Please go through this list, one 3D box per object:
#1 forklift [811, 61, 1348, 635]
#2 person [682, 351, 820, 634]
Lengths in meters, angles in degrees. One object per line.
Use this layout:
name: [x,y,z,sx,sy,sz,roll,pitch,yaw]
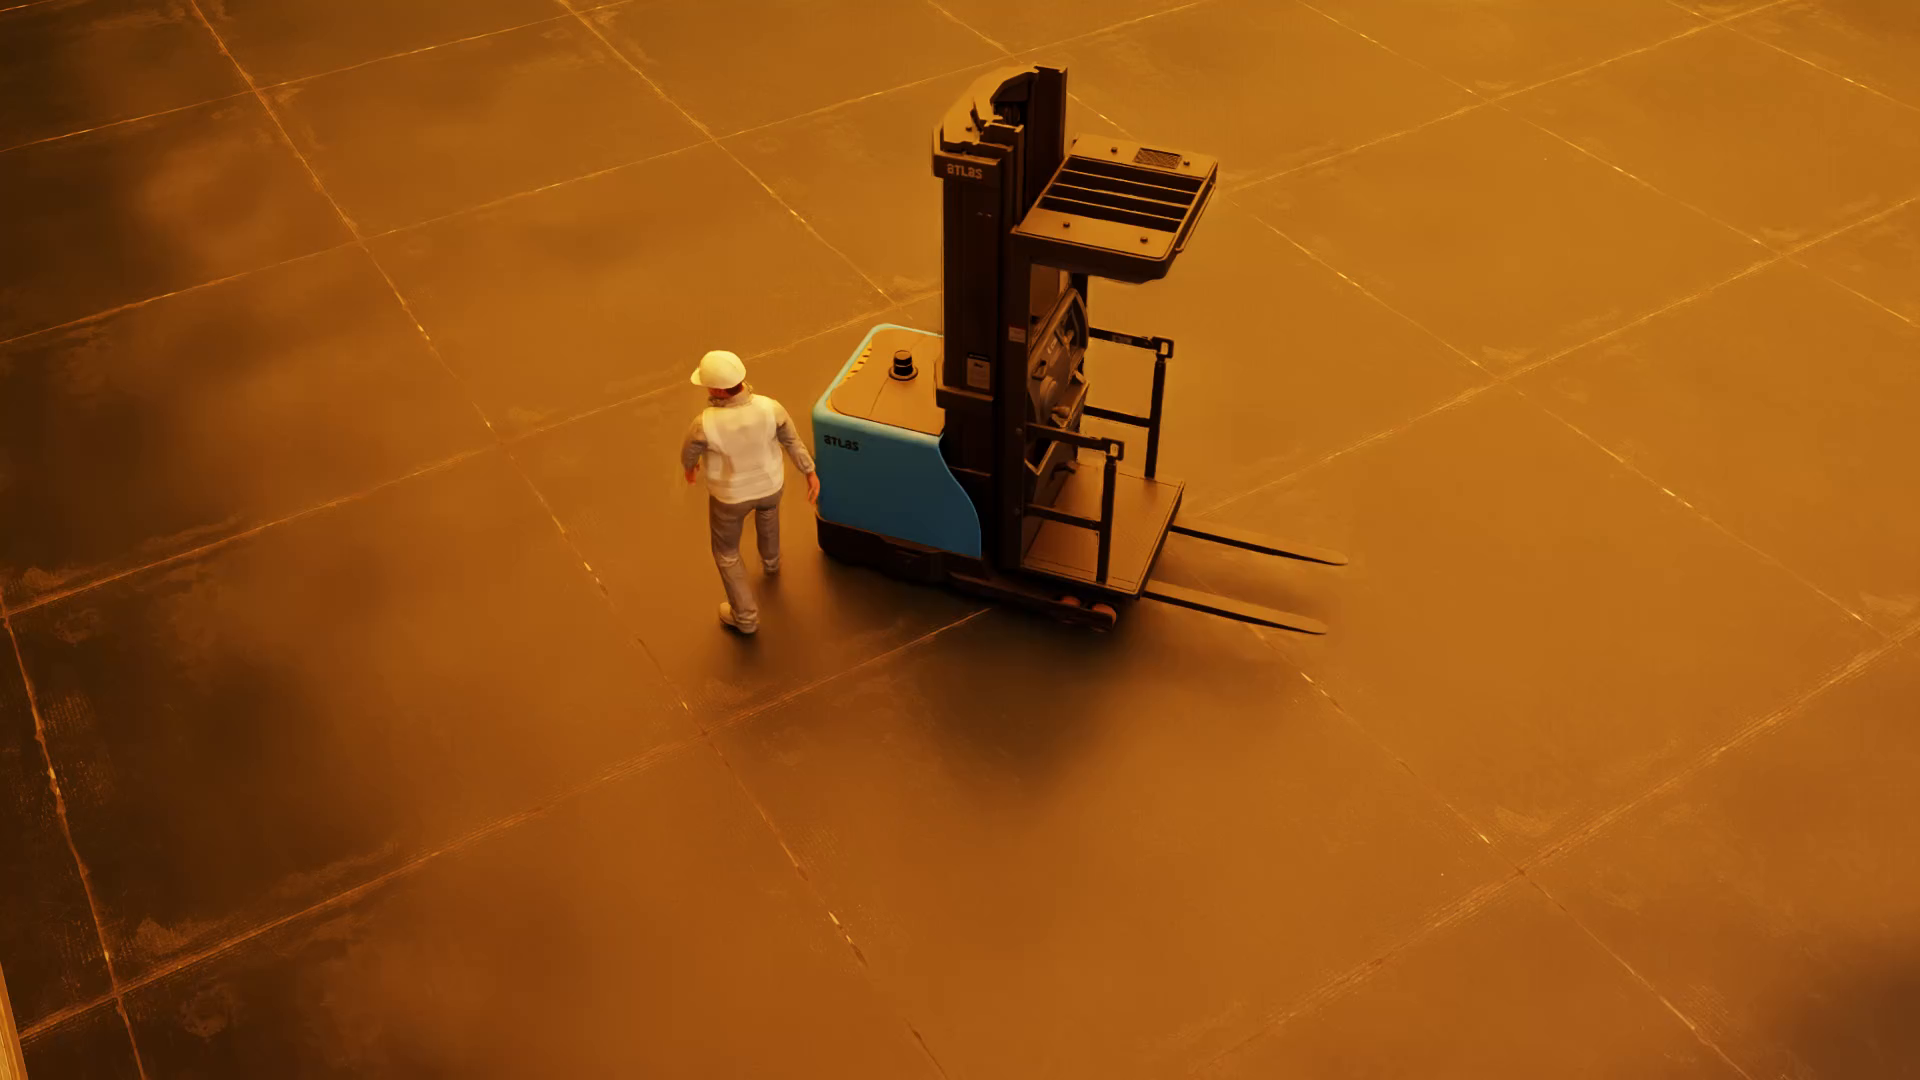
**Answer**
forklift: [0.718,-0.973,8.985,3.031,2.935,1.130,14,43,15]
person: [-1.166,-0.366,9.229,0.703,1.717,0.762,-16,44,-18]
